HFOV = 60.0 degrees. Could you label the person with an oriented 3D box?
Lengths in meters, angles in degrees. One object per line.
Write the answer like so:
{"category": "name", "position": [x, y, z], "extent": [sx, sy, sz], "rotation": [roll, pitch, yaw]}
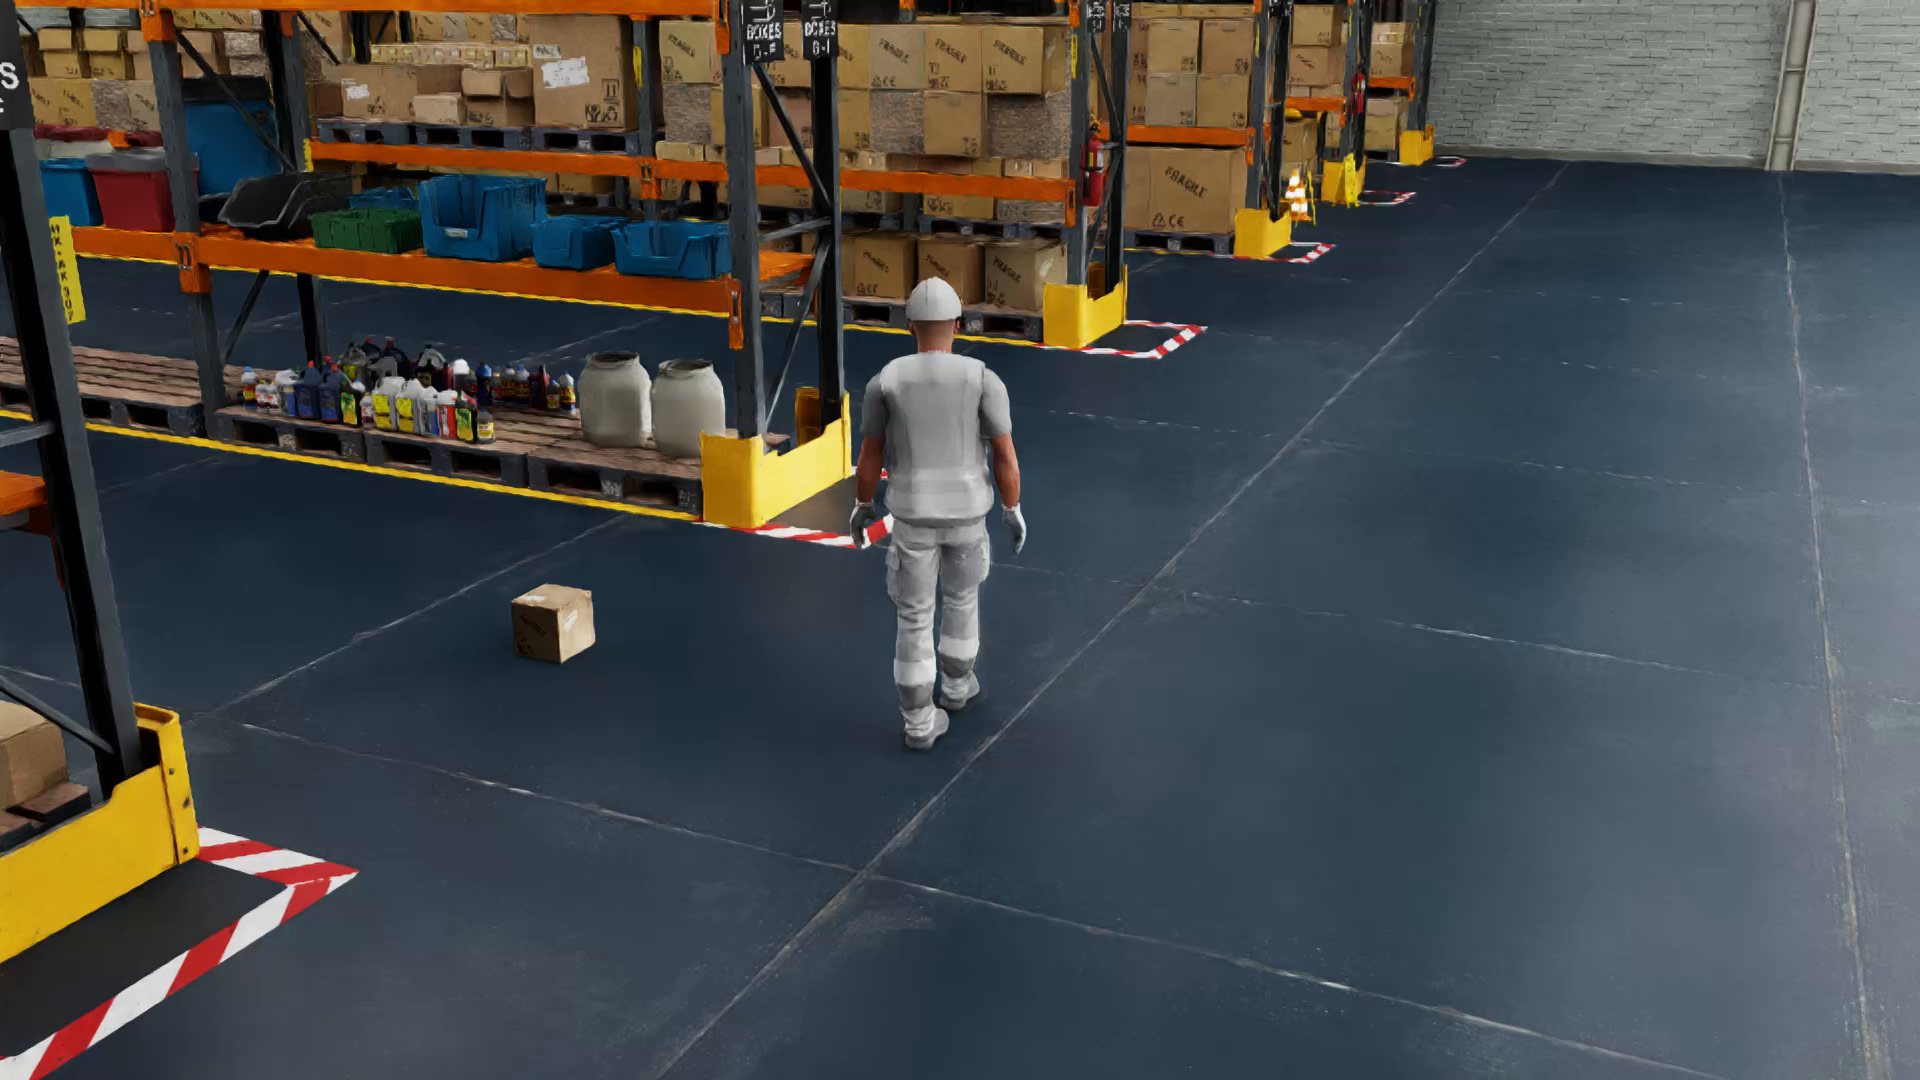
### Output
{"category": "person", "position": [-0.097, -0.134, 6.389], "extent": [0.664, 1.786, 0.614], "rotation": [-2, 19, -5]}
